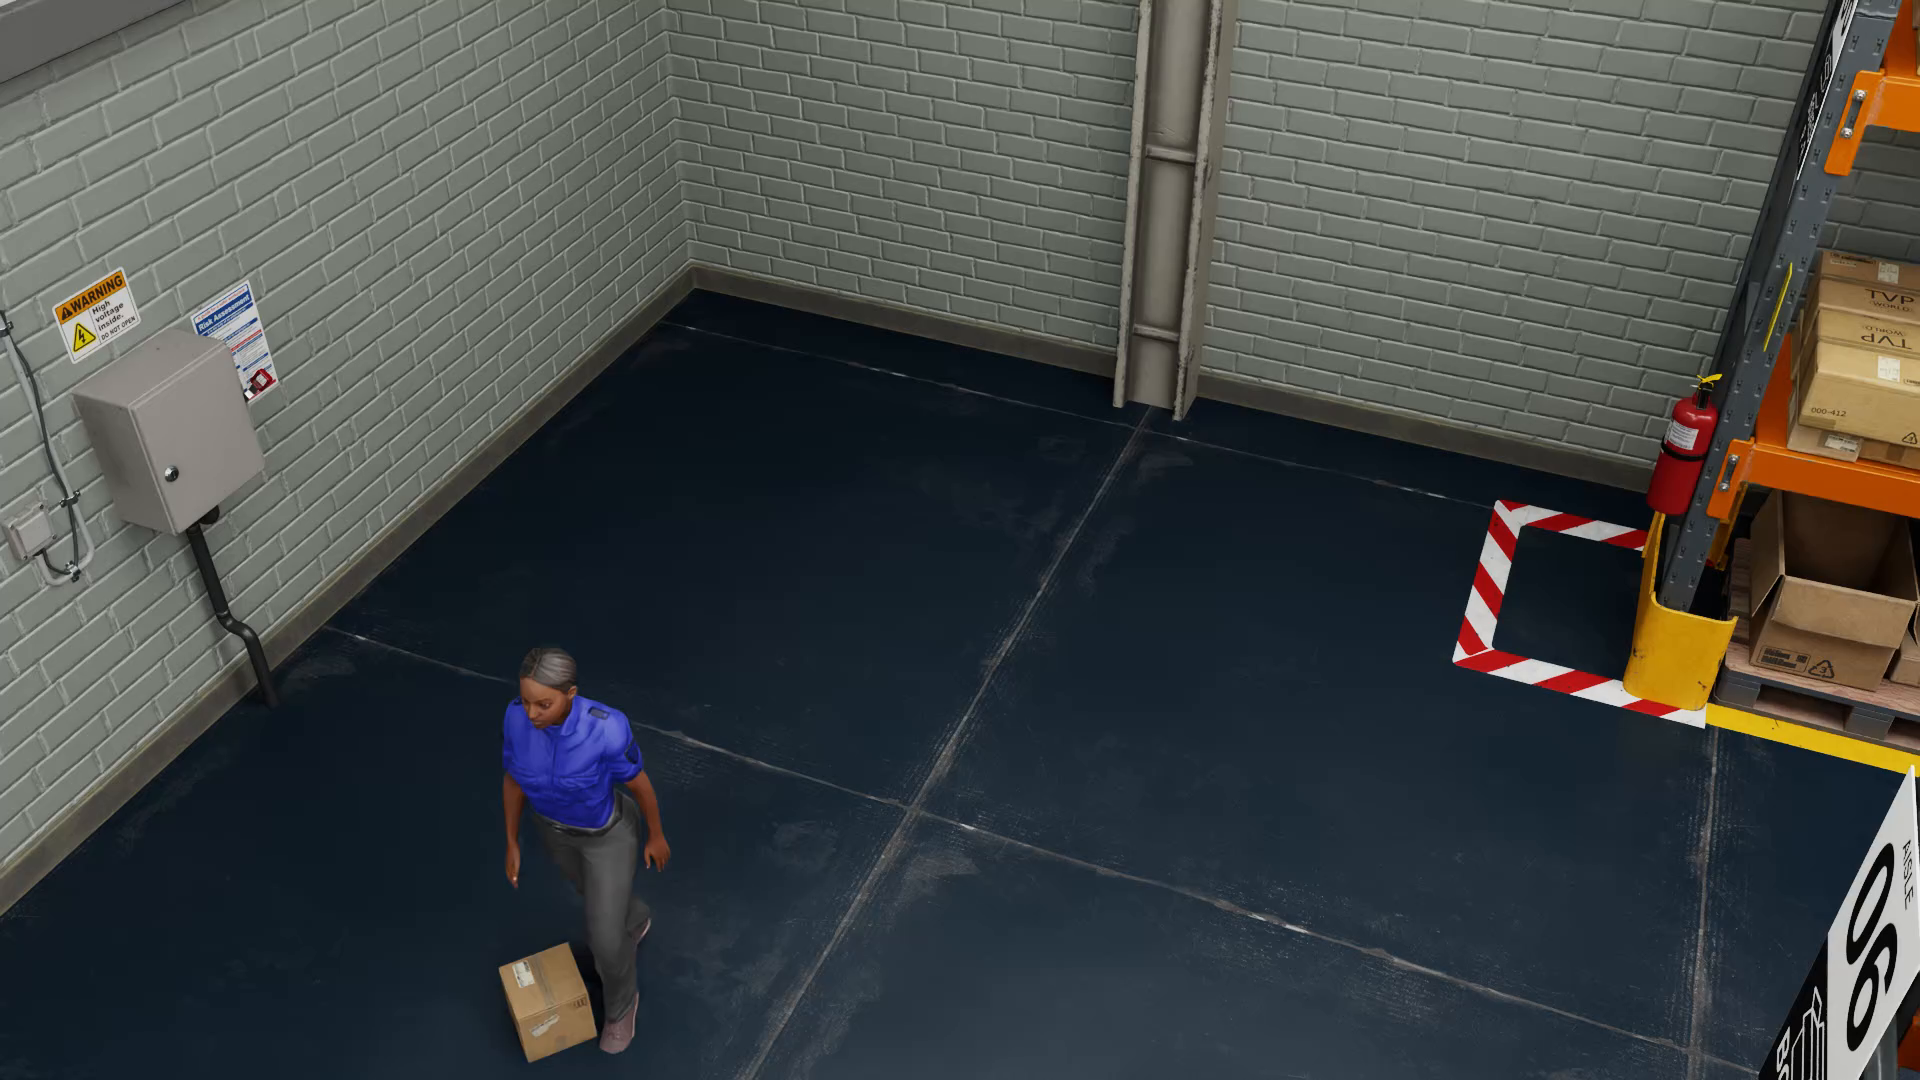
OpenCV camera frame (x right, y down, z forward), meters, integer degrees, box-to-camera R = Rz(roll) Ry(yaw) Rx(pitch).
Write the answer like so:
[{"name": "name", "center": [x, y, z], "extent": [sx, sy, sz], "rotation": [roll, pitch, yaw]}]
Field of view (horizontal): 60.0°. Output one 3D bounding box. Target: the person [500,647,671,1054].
[{"name": "person", "center": [-1.234, 1.006, 5.567], "extent": [0.504, 1.734, 0.581], "rotation": [11, 39, 14]}]
